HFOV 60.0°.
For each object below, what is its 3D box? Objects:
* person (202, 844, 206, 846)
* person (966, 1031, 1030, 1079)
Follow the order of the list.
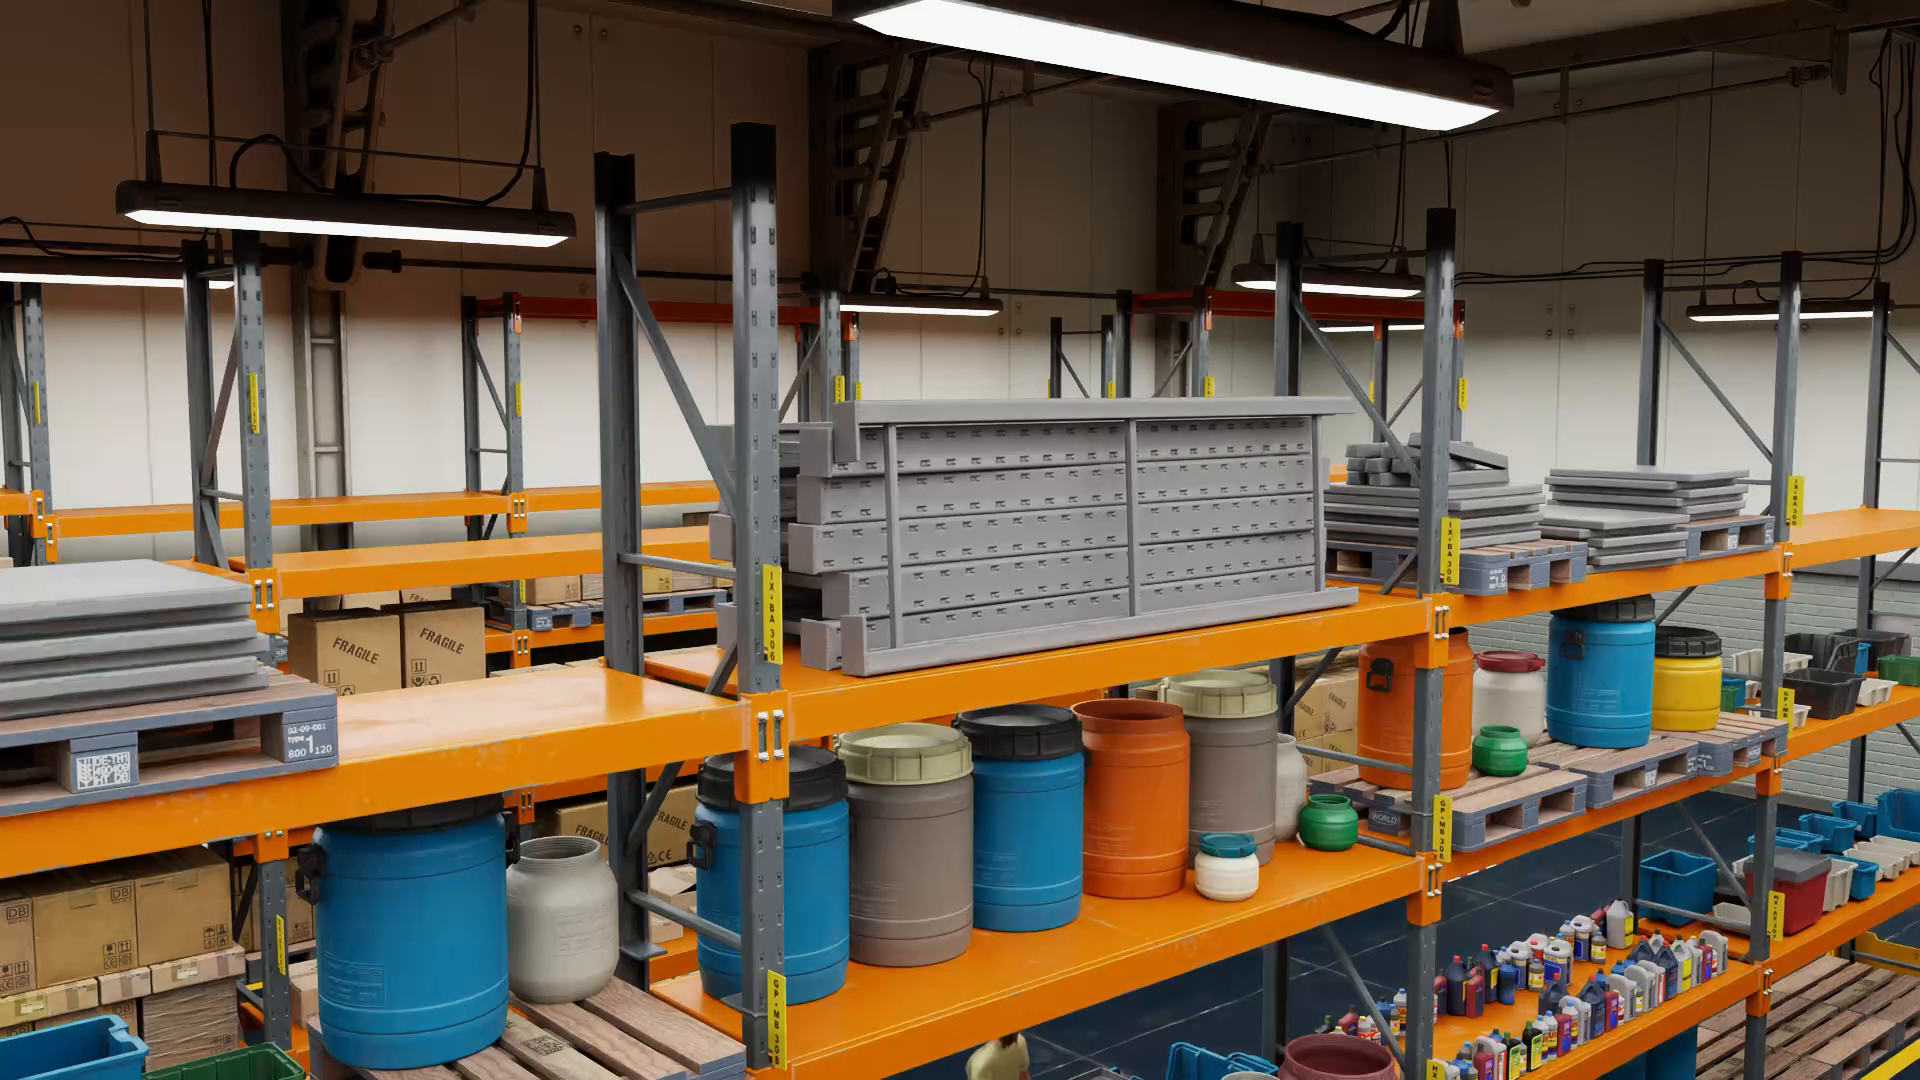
[{"bbox_3d":[-5.875,3.104,12.682,0.460,1.794,0.624,4,7,35],"label":"person"},{"bbox_3d":[0.214,3.419,9.622,0.417,1.683,0.533,3,6,31],"label":"person"}]
